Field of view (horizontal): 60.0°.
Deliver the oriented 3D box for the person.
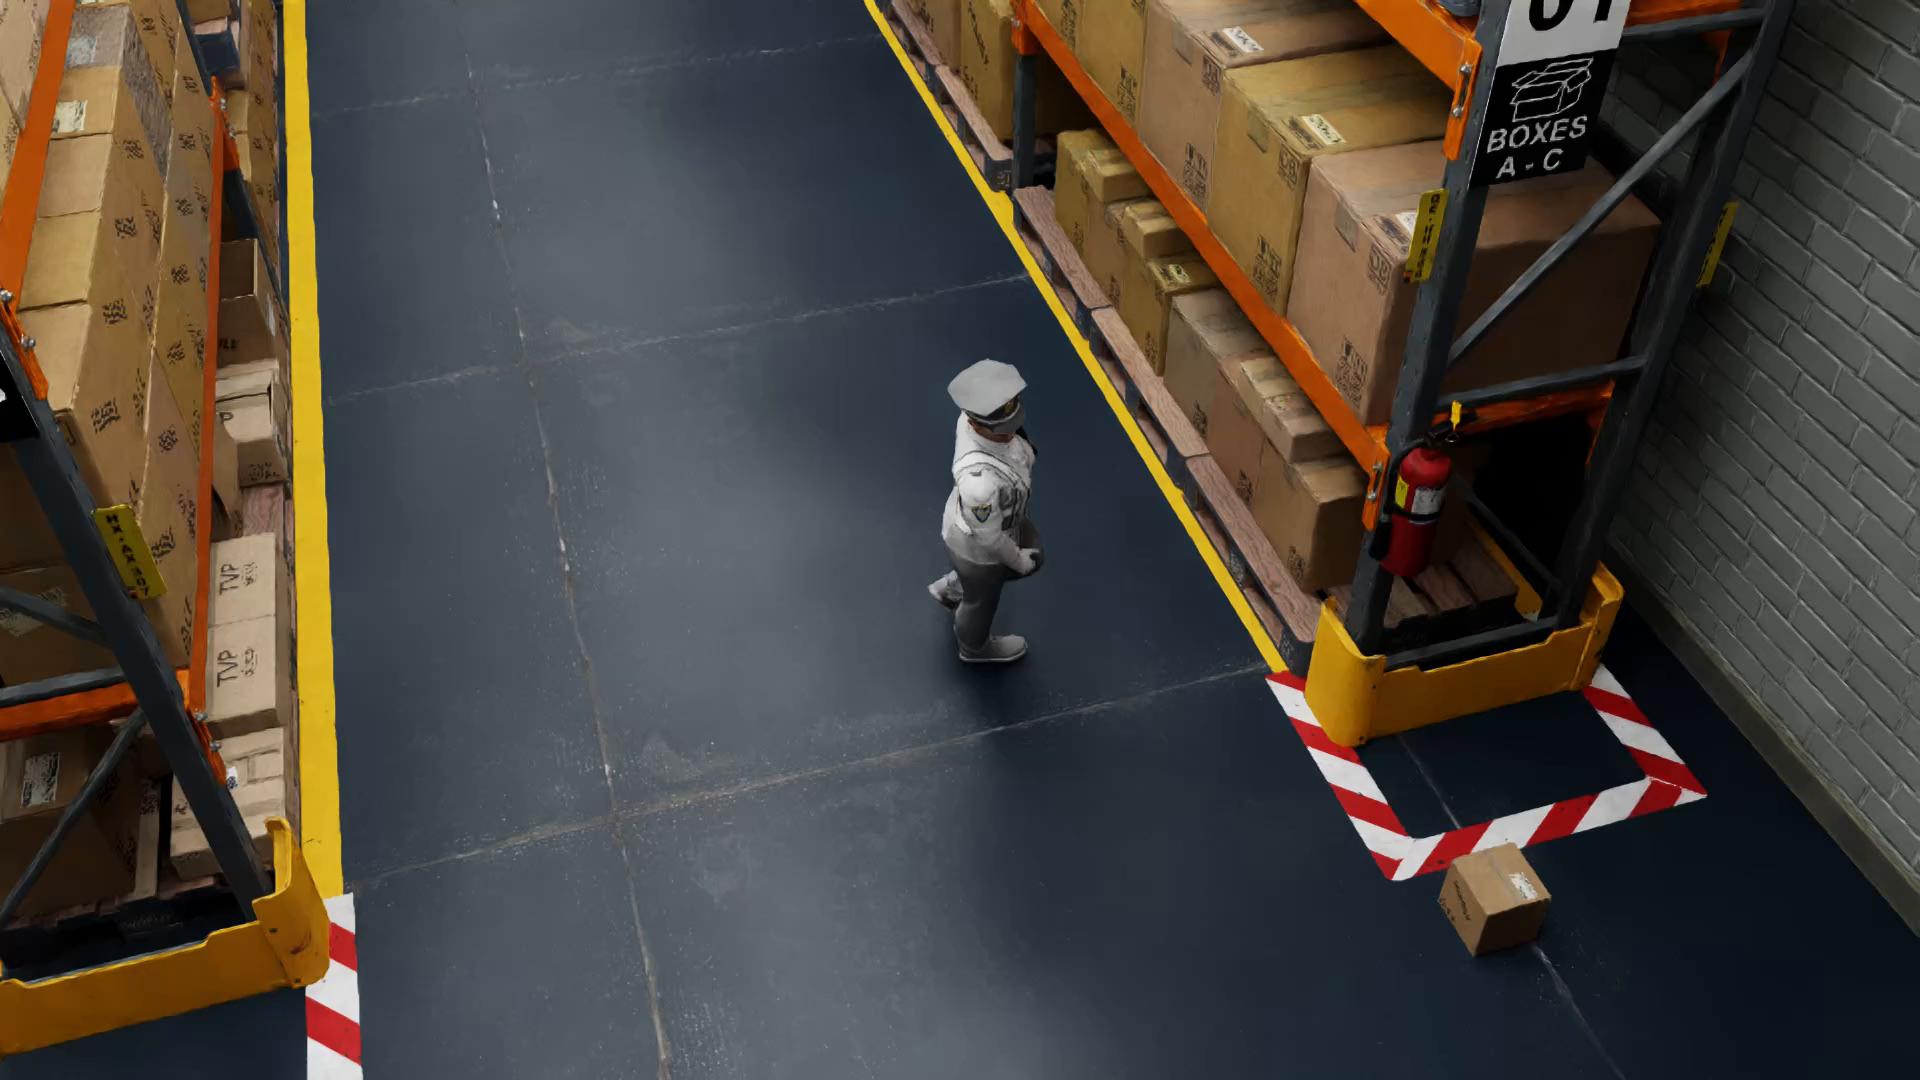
[{"bbox_3d":[0.097,-0.060,6.221,0.455,1.631,0.665,3,43,3],"label":"person"}]
